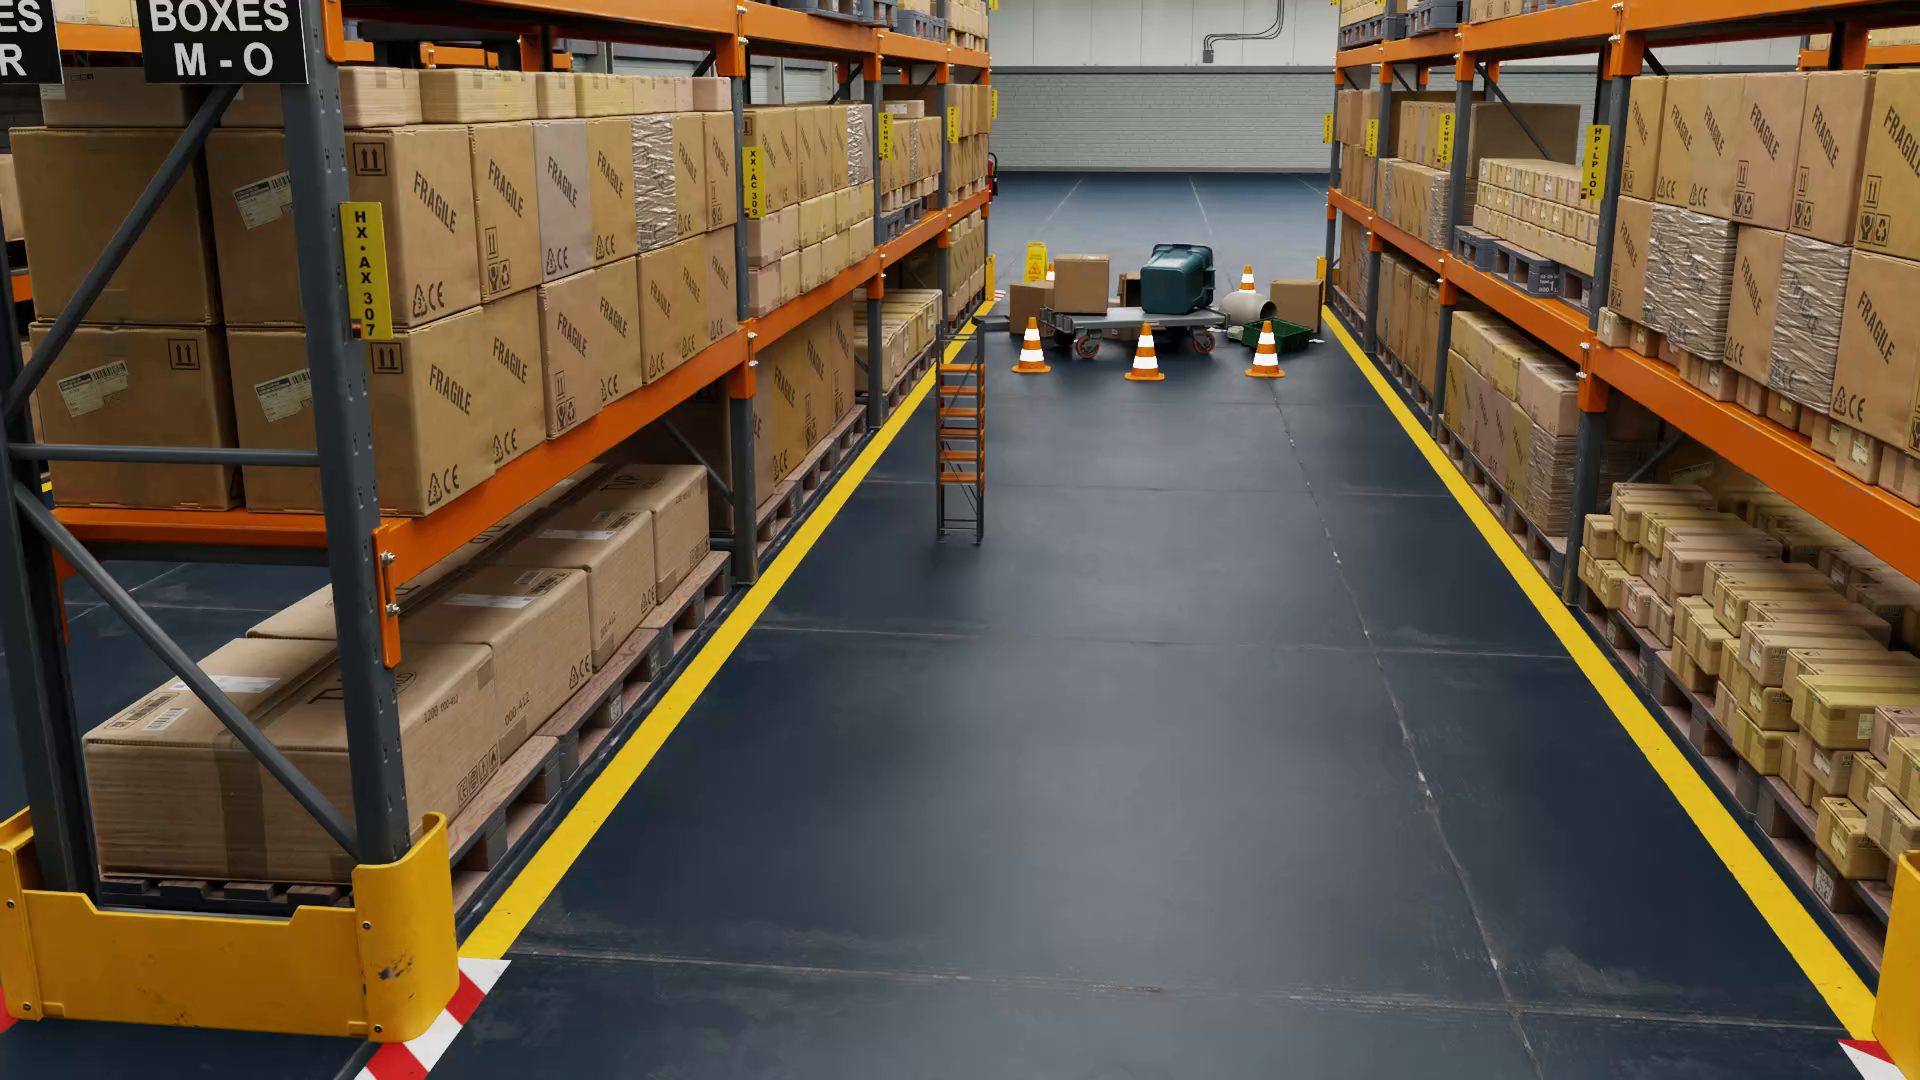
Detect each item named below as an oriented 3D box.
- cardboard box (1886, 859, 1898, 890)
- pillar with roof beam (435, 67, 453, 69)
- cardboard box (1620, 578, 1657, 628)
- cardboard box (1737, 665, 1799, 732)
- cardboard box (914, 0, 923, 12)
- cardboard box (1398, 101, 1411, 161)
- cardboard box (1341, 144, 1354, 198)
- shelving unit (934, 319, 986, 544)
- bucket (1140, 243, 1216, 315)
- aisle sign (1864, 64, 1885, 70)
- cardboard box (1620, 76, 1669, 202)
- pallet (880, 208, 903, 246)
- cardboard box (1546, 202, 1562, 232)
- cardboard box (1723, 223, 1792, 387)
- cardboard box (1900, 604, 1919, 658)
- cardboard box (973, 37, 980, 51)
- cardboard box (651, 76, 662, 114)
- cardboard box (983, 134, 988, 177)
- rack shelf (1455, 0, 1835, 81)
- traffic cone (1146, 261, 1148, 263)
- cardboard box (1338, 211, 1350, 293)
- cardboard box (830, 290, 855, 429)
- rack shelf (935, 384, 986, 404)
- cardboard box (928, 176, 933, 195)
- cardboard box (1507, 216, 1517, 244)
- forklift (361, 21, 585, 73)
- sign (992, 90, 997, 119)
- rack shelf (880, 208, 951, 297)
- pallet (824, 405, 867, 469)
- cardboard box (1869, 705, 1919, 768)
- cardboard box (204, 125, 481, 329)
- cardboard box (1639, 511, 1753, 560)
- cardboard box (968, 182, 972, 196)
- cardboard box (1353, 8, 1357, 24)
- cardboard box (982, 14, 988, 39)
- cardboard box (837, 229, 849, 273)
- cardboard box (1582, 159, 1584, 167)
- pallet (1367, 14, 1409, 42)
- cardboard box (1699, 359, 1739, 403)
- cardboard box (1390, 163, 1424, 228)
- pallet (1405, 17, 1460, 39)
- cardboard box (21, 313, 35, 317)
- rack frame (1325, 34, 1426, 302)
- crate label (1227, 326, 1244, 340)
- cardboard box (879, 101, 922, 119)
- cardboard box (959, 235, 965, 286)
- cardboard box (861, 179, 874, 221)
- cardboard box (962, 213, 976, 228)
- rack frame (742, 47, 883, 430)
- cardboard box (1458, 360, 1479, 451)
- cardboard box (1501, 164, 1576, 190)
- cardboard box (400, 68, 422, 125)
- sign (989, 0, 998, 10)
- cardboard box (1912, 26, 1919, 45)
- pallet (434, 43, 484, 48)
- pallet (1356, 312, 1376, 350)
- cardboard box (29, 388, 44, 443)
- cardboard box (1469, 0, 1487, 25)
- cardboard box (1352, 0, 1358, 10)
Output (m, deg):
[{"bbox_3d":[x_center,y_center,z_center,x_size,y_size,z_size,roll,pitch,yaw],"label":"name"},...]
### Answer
[{"bbox_3d":[2.809,0.945,4.578,0.380,0.149,0.250,2,15,7],"label":"cardboard box"},{"bbox_3d":[-1.797,-7.116,18.238,9.100,9.000,0.400,2,15,6],"label":"pillar with roof beam"},{"bbox_3d":[3.041,0.270,7.073,0.380,0.149,0.250,2,15,6],"label":"cardboard box"},{"bbox_3d":[2.835,0.529,5.546,0.380,0.149,0.250,2,15,7],"label":"cardboard box"},{"bbox_3d":[-0.603,-4.609,14.198,0.500,0.250,0.500,2,15,7],"label":"cardboard box"},{"bbox_3d":[4.261,-3.600,14.623,0.700,0.500,0.500,1,15,5],"label":"cardboard box"},{"bbox_3d":[4.537,-3.926,17.646,0.875,0.550,0.550,2,15,6],"label":"cardboard box"},{"bbox_3d":[0.002,-0.583,9.019,0.258,1.200,0.189,2,15,6],"label":"shelving unit"},{"bbox_3d":[2.036,-2.455,15.854,0.726,0.611,0.620,7,27,25],"label":"bucket"},{"bbox_3d":[9.984,-5.326,18.130,0.394,0.787,0.004,2,15,6],"label":"aisle sign"},{"bbox_3d":[3.115,-1.688,6.981,0.500,0.500,0.500,2,15,8],"label":"cardboard box"},{"bbox_3d":[-1.096,-2.376,12.569,1.213,0.211,1.003,2,15,6],"label":"pallet"},{"bbox_3d":[3.374,-1.729,8.915,0.380,0.149,0.250,1,15,3],"label":"cardboard box"},{"bbox_3d":[2.929,-0.796,5.598,0.500,0.500,0.500,2,15,9],"label":"cardboard box"},{"bbox_3d":[3.482,0.333,5.703,0.380,0.149,0.250,2,15,7],"label":"cardboard box"},{"bbox_3d":[0.011,-5.448,18.297,0.380,0.149,0.250,2,15,8],"label":"cardboard box"},{"bbox_3d":[-1.426,-1.802,6.730,0.380,0.149,0.250,2,15,6],"label":"cardboard box"},{"bbox_3d":[0.045,-4.398,18.920,0.500,0.500,0.500,1,15,5],"label":"cardboard box"},{"bbox_3d":[3.634,-2.743,9.191,1.077,0.370,4.000,2,15,6],"label":"rack shelf"},{"bbox_3d":[2.207,-3.037,19.505,0.336,0.463,0.334,2,15,6],"label":"traffic cone"},{"bbox_3d":[4.751,-3.235,18.645,0.875,0.875,0.875,2,15,7],"label":"cardboard box"},{"bbox_3d":[-1.231,-1.281,11.418,0.875,0.875,0.875,2,15,6],"label":"cardboard box"},{"bbox_3d":[0.002,-0.772,8.968,0.258,0.103,0.180,2,15,6],"label":"rack shelf"},{"bbox_3d":[-0.443,-3.122,14.638,0.380,0.149,0.250,1,15,5],"label":"cardboard box"},{"bbox_3d":[3.492,-1.853,9.946,0.380,0.149,0.250,2,15,8],"label":"cardboard box"},{"bbox_3d":[-2.894,-1.888,10.528,1.130,2.935,3.031,2,15,6],"label":"forklift"},{"bbox_3d":[0.382,-5.045,19.250,0.100,0.325,0.005,2,15,6],"label":"sign"},{"bbox_3d":[-0.845,-2.452,13.861,1.077,0.370,4.000,2,15,6],"label":"rack shelf"},{"bbox_3d":[-1.234,-0.732,11.465,1.003,0.211,1.213,2,15,6],"label":"pallet"},{"bbox_3d":[2.850,0.592,4.743,0.380,0.149,0.250,2,15,7],"label":"cardboard box"},{"bbox_3d":[-1.636,-0.853,4.461,0.500,0.500,0.500,1,15,5],"label":"cardboard box"},{"bbox_3d":[3.094,-0.017,6.996,0.380,0.149,0.250,1,15,5],"label":"cardboard box"},{"bbox_3d":[-0.072,-3.797,17.938,0.380,0.149,0.250,2,15,6],"label":"cardboard box"},{"bbox_3d":[4.263,-5.407,17.149,0.380,0.149,0.250,2,15,6],"label":"cardboard box"},{"bbox_3d":[0.042,-5.734,18.591,0.500,0.250,0.500,2,15,6],"label":"cardboard box"},{"bbox_3d":[-0.984,-1.806,10.382,0.500,0.250,0.500,2,15,6],"label":"cardboard box"},{"bbox_3d":[4.260,-2.389,10.787,0.380,0.149,0.250,1,15,4],"label":"cardboard box"},{"bbox_3d":[4.414,-4.815,15.647,1.003,0.211,1.213,2,15,6],"label":"pallet"},{"bbox_3d":[2.951,-0.595,6.098,0.380,0.149,0.250,2,15,9],"label":"cardboard box"},{"bbox_3d":[3.869,-2.857,13.791,0.500,0.500,0.500,2,15,6],"label":"cardboard box"},{"bbox_3d":[4.256,-4.315,13.992,0.805,0.209,1.217,1,15,4],"label":"pallet"},{"bbox_3d":[-6.428,-1.541,11.855,0.380,0.149,0.250,2,15,8],"label":"cardboard box"},{"bbox_3d":[4.762,-4.236,19.080,1.000,3.000,0.127,2,15,6],"label":"rack frame"},{"bbox_3d":[2.794,-2.037,16.433,0.298,0.136,0.250,-10,18,-32],"label":"crate label"},{"bbox_3d":[-0.519,-3.648,14.099,0.380,0.149,0.250,1,15,4],"label":"cardboard box"},{"bbox_3d":[-0.235,-2.839,16.943,0.500,0.500,0.500,2,15,9],"label":"cardboard box"},{"bbox_3d":[-0.872,-2.316,11.311,0.500,0.250,0.500,2,15,6],"label":"cardboard box"},{"bbox_3d":[-0.036,-3.460,17.994,0.380,0.149,0.250,2,15,9],"label":"cardboard box"},{"bbox_3d":[-1.070,-2.280,11.849,1.000,3.000,0.127,2,15,6],"label":"rack frame"},{"bbox_3d":[3.473,-0.850,10.545,0.500,0.500,0.500,2,15,7],"label":"cardboard box"},{"bbox_3d":[3.525,-2.213,10.138,0.380,0.149,0.250,1,15,4],"label":"cardboard box"},{"bbox_3d":[-1.699,-1.204,4.517,0.380,0.149,0.250,2,15,8],"label":"cardboard box"},{"bbox_3d":[0.382,-6.209,18.935,0.100,0.325,0.005,2,15,6],"label":"sign"},{"bbox_3d":[9.089,-4.663,15.200,0.500,0.250,0.500,2,15,8],"label":"cardboard box"},{"bbox_3d":[-5.341,-5.406,17.830,1.003,0.211,1.213,2,15,6],"label":"pallet"},{"bbox_3d":[4.474,-2.047,16.328,1.003,0.211,1.213,2,15,6],"label":"pallet"},{"bbox_3d":[-6.065,-0.771,10.250,0.500,0.500,0.500,1,15,5],"label":"cardboard box"},{"bbox_3d":[3.531,-3.517,10.483,0.500,0.500,0.500,2,15,6],"label":"cardboard box"},{"bbox_3d":[4.341,-5.626,17.195,0.500,0.250,0.500,2,15,6],"label":"cardboard box"}]
